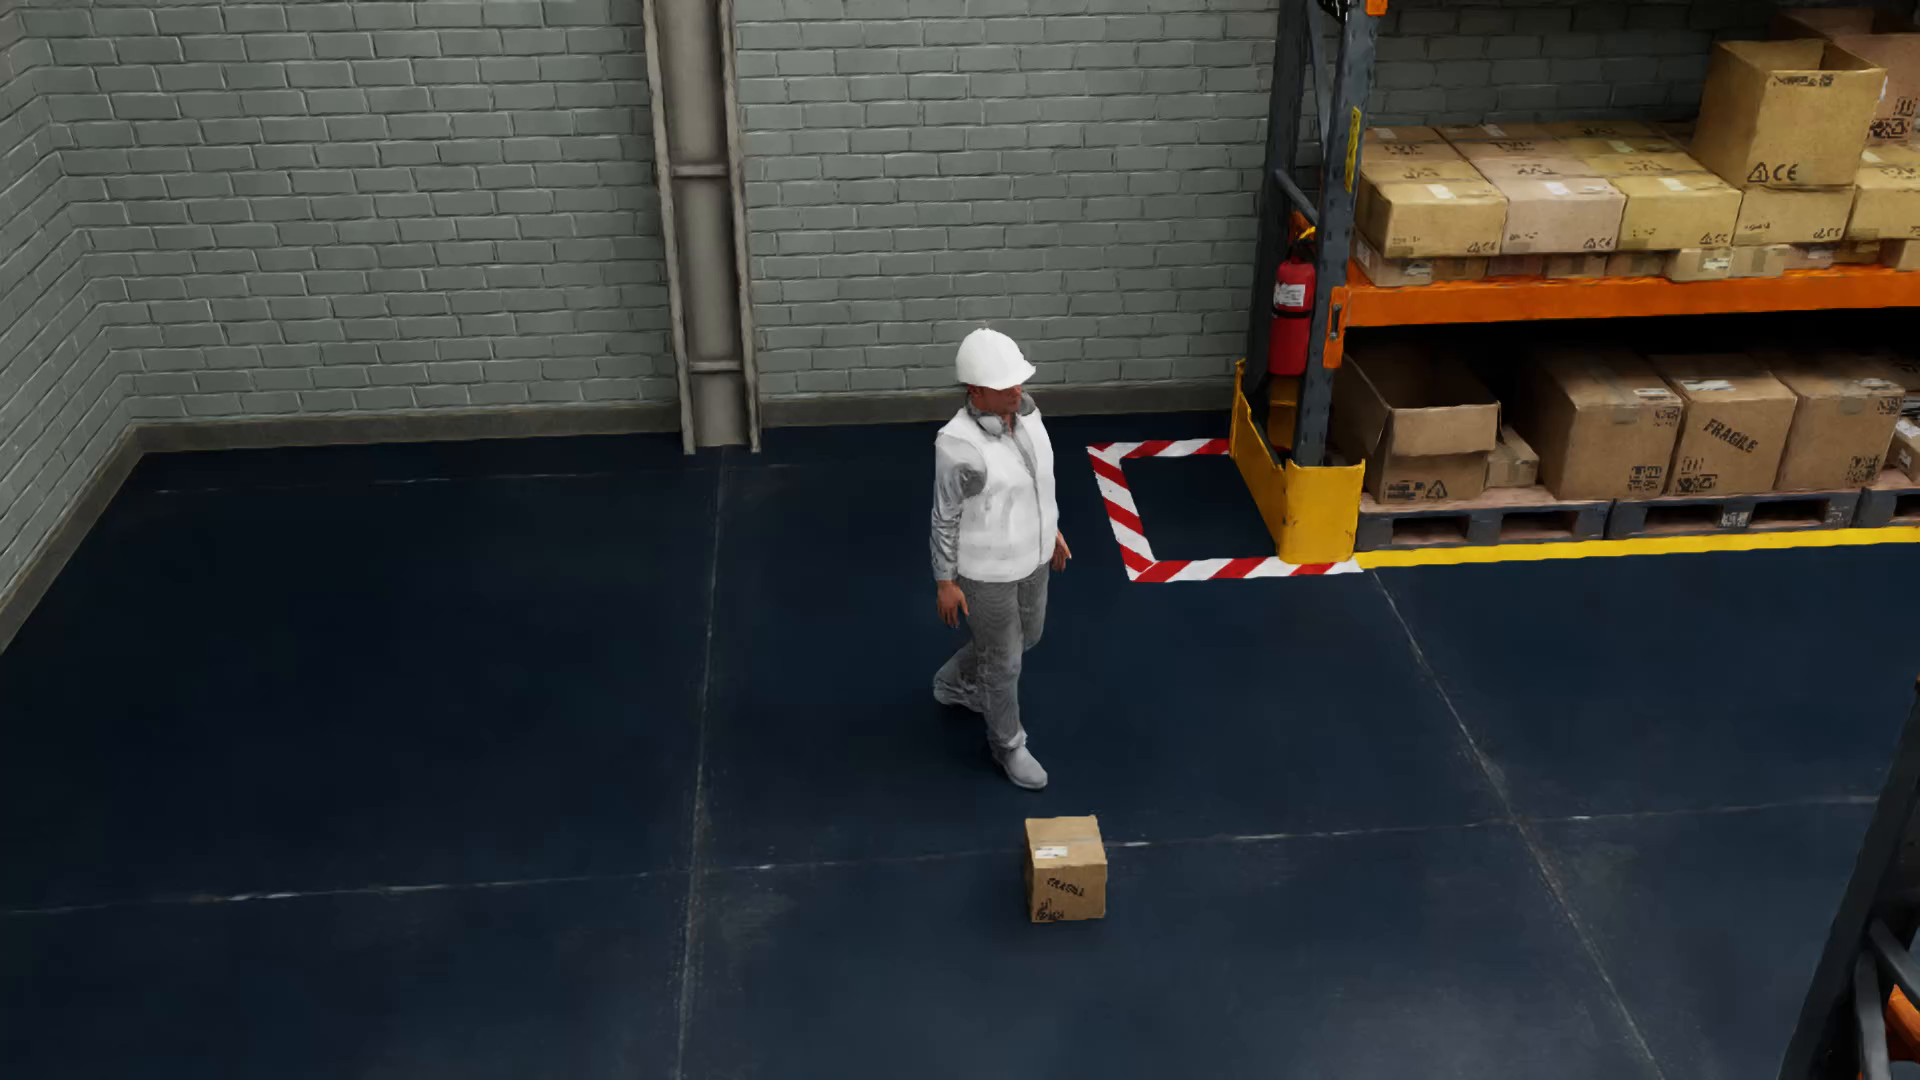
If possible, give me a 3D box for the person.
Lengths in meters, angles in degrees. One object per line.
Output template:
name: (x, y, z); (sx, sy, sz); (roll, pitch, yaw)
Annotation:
person: (0.123, 0.049, 6.021); (0.624, 1.769, 0.580); (20, 36, 30)
